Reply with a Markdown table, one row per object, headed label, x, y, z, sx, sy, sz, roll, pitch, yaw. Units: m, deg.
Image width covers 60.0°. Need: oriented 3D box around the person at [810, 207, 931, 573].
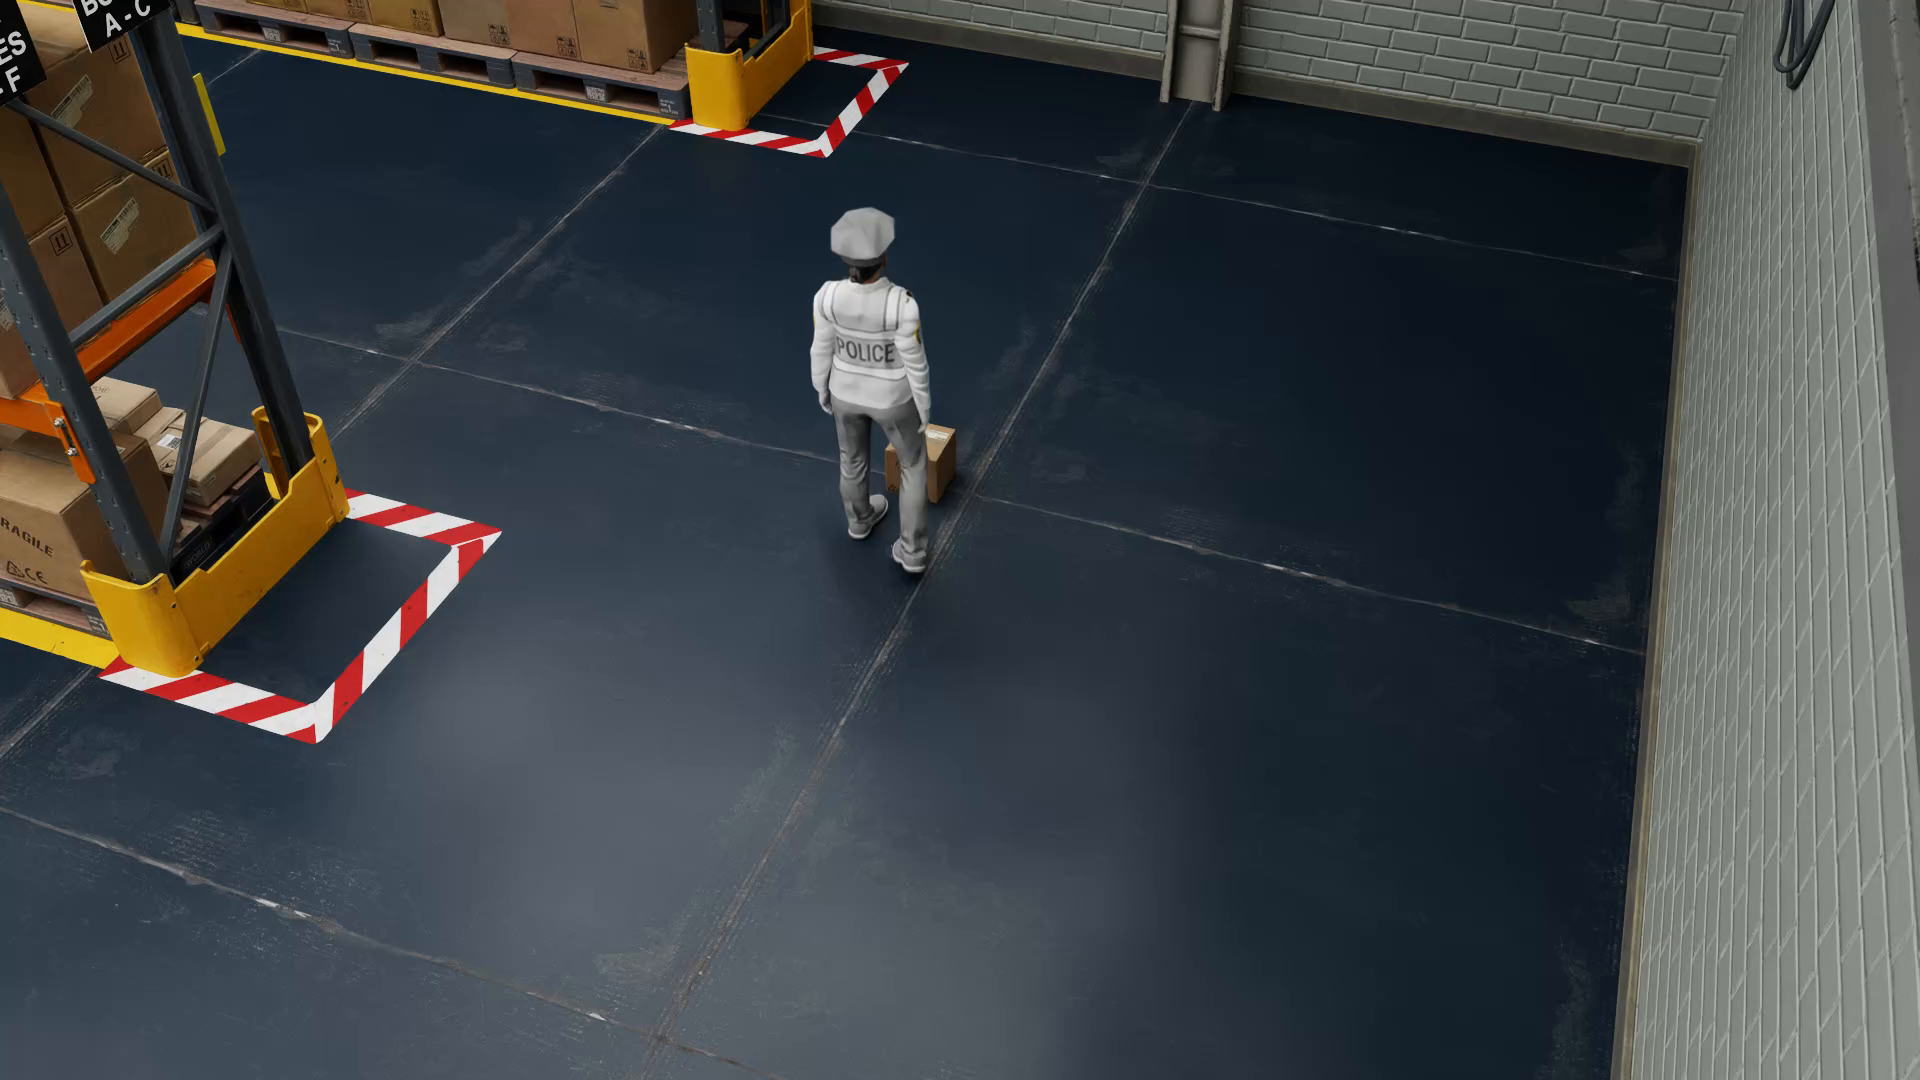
| label | x | y | z | sx | sy | sz | roll | pitch | yaw |
| --- | --- | --- | --- | --- | --- | --- | --- | --- | --- |
| person | -0.340 | -0.631 | 6.841 | 0.512 | 1.680 | 0.482 | 10 | 43 | 11 |
